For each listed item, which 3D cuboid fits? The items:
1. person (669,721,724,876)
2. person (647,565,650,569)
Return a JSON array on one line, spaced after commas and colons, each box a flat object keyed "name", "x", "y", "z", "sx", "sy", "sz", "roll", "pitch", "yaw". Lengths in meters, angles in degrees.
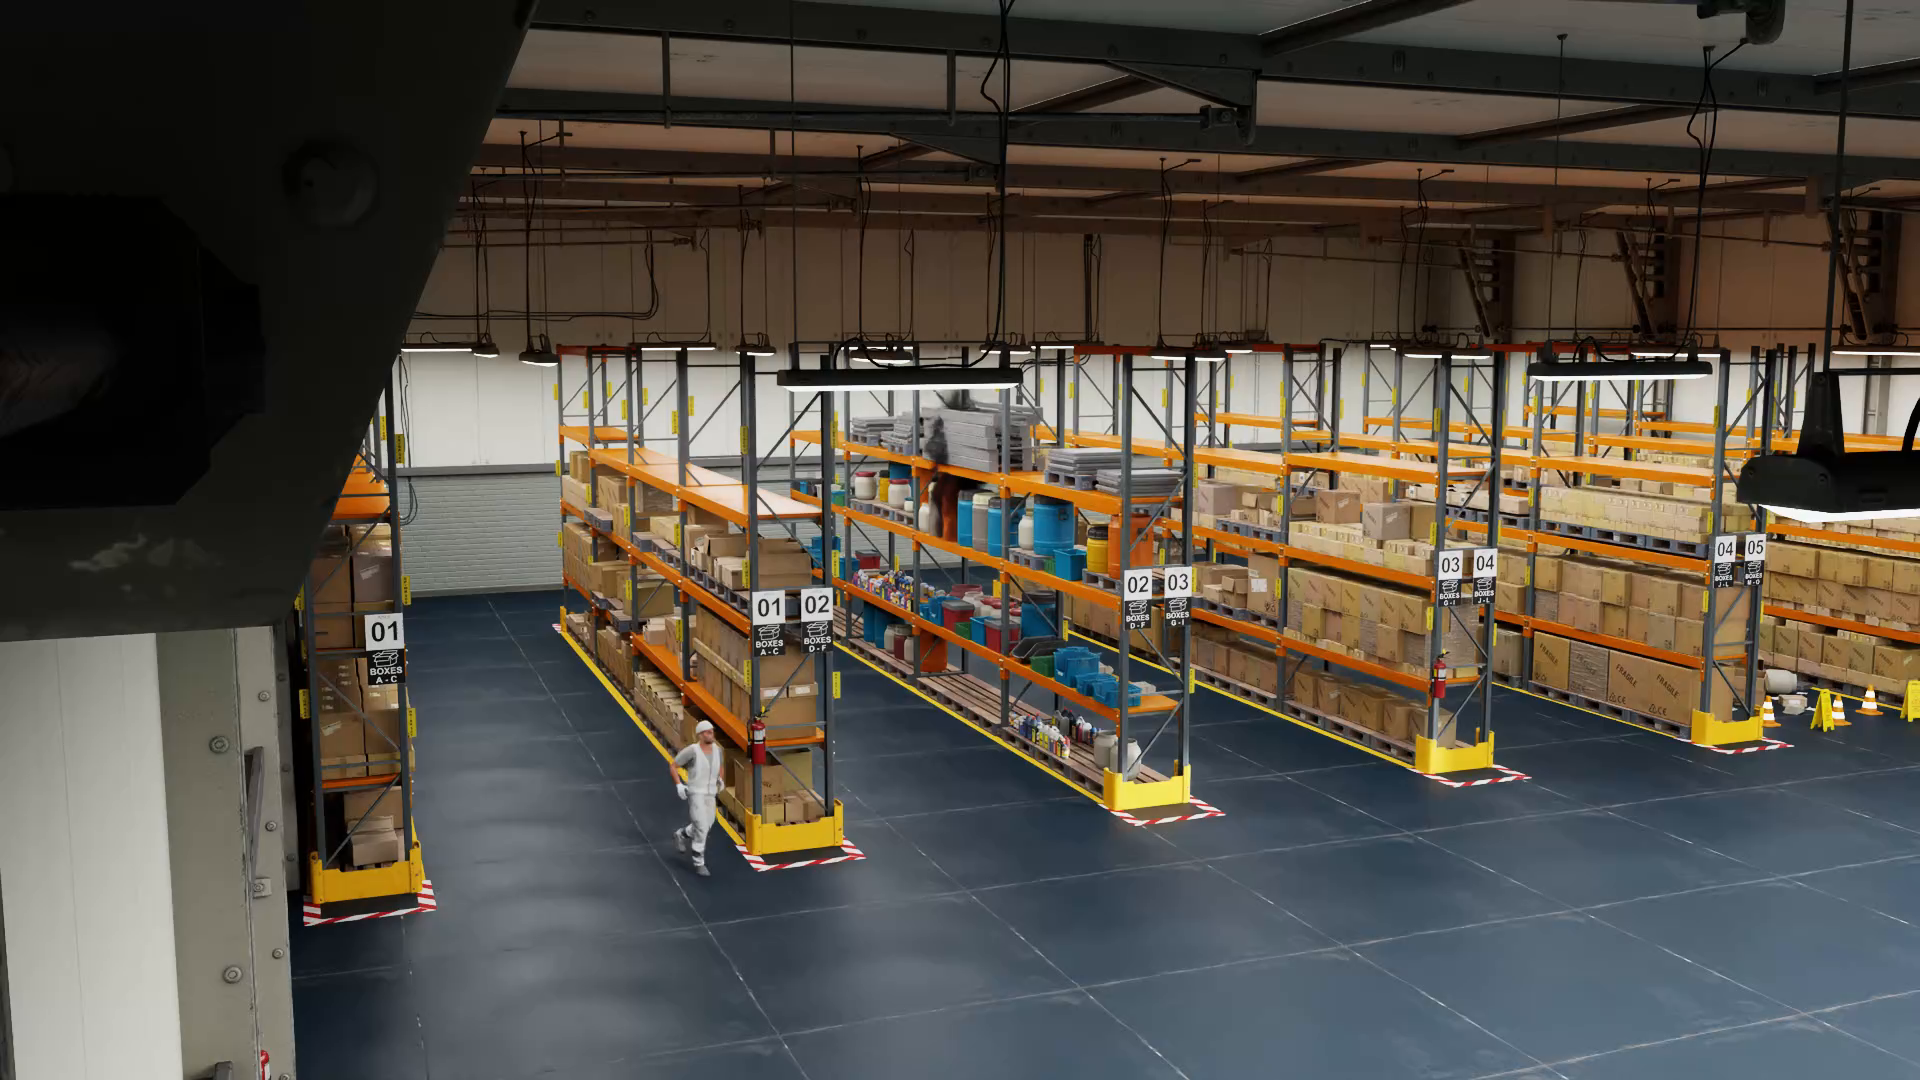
[{"name": "person", "x": -3.077, "y": 3.004, "z": 19.622, "sx": 0.801, "sy": 1.770, "sz": 0.720, "roll": 7, "pitch": 10, "yaw": 44}, {"name": "person", "x": -7.082, "y": 0.816, "z": 36.827, "sx": 0.633, "sy": 1.723, "sz": 0.717, "roll": -6, "pitch": 9, "yaw": -37}]
